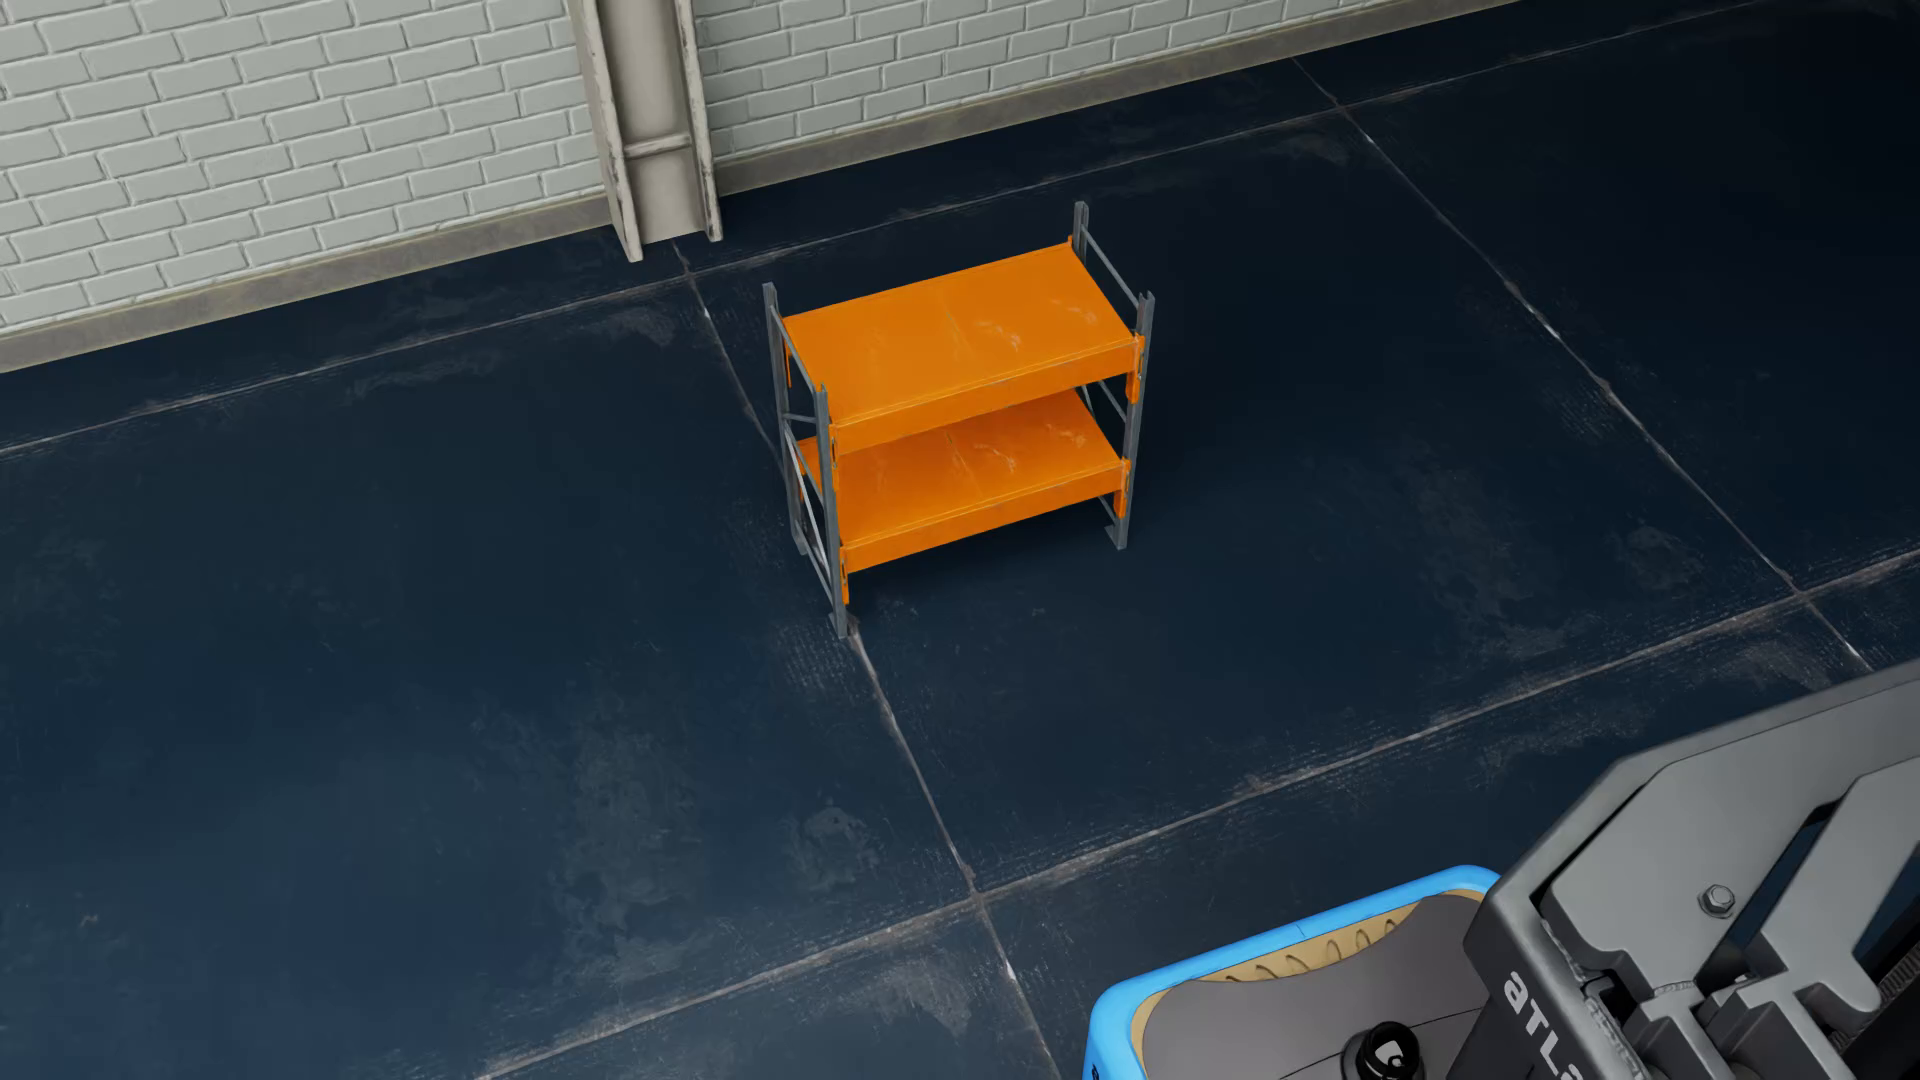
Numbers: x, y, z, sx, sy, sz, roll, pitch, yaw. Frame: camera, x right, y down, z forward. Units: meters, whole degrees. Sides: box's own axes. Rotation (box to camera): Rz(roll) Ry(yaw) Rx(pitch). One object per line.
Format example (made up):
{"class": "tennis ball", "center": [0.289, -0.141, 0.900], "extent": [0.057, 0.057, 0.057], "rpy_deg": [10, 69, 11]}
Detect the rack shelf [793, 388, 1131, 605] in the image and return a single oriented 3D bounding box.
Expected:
{"class": "rack shelf", "center": [-0.006, -0.205, 5.507], "extent": [1.000, 0.278, 0.538], "rpy_deg": [-17, 52, -14]}

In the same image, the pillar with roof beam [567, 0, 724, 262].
{"class": "pillar with roof beam", "center": [0.422, -1.192, 0.842], "extent": [0.400, 9.000, 9.100], "rpy_deg": [-17, 52, -14]}

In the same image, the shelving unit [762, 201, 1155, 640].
{"class": "shelving unit", "center": [-0.006, -0.365, 5.322], "extent": [1.048, 1.125, 0.538], "rpy_deg": [-17, 52, -14]}

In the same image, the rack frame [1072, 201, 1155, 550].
{"class": "rack frame", "center": [0.464, -0.510, 5.447], "extent": [0.032, 1.125, 0.500], "rpy_deg": [-17, 52, -14]}

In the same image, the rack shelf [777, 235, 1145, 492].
{"class": "rack shelf", "center": [-0.006, -0.555, 5.100], "extent": [1.000, 0.278, 0.538], "rpy_deg": [-17, 52, -14]}

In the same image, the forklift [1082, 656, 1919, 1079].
{"class": "forklift", "center": [1.238, 1.634, 2.415], "extent": [1.130, 2.935, 3.031], "rpy_deg": [-15, 51, -13]}

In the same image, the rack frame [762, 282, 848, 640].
{"class": "rack frame", "center": [-0.477, -0.219, 5.196], "extent": [0.032, 1.125, 0.500], "rpy_deg": [-17, 52, -14]}
